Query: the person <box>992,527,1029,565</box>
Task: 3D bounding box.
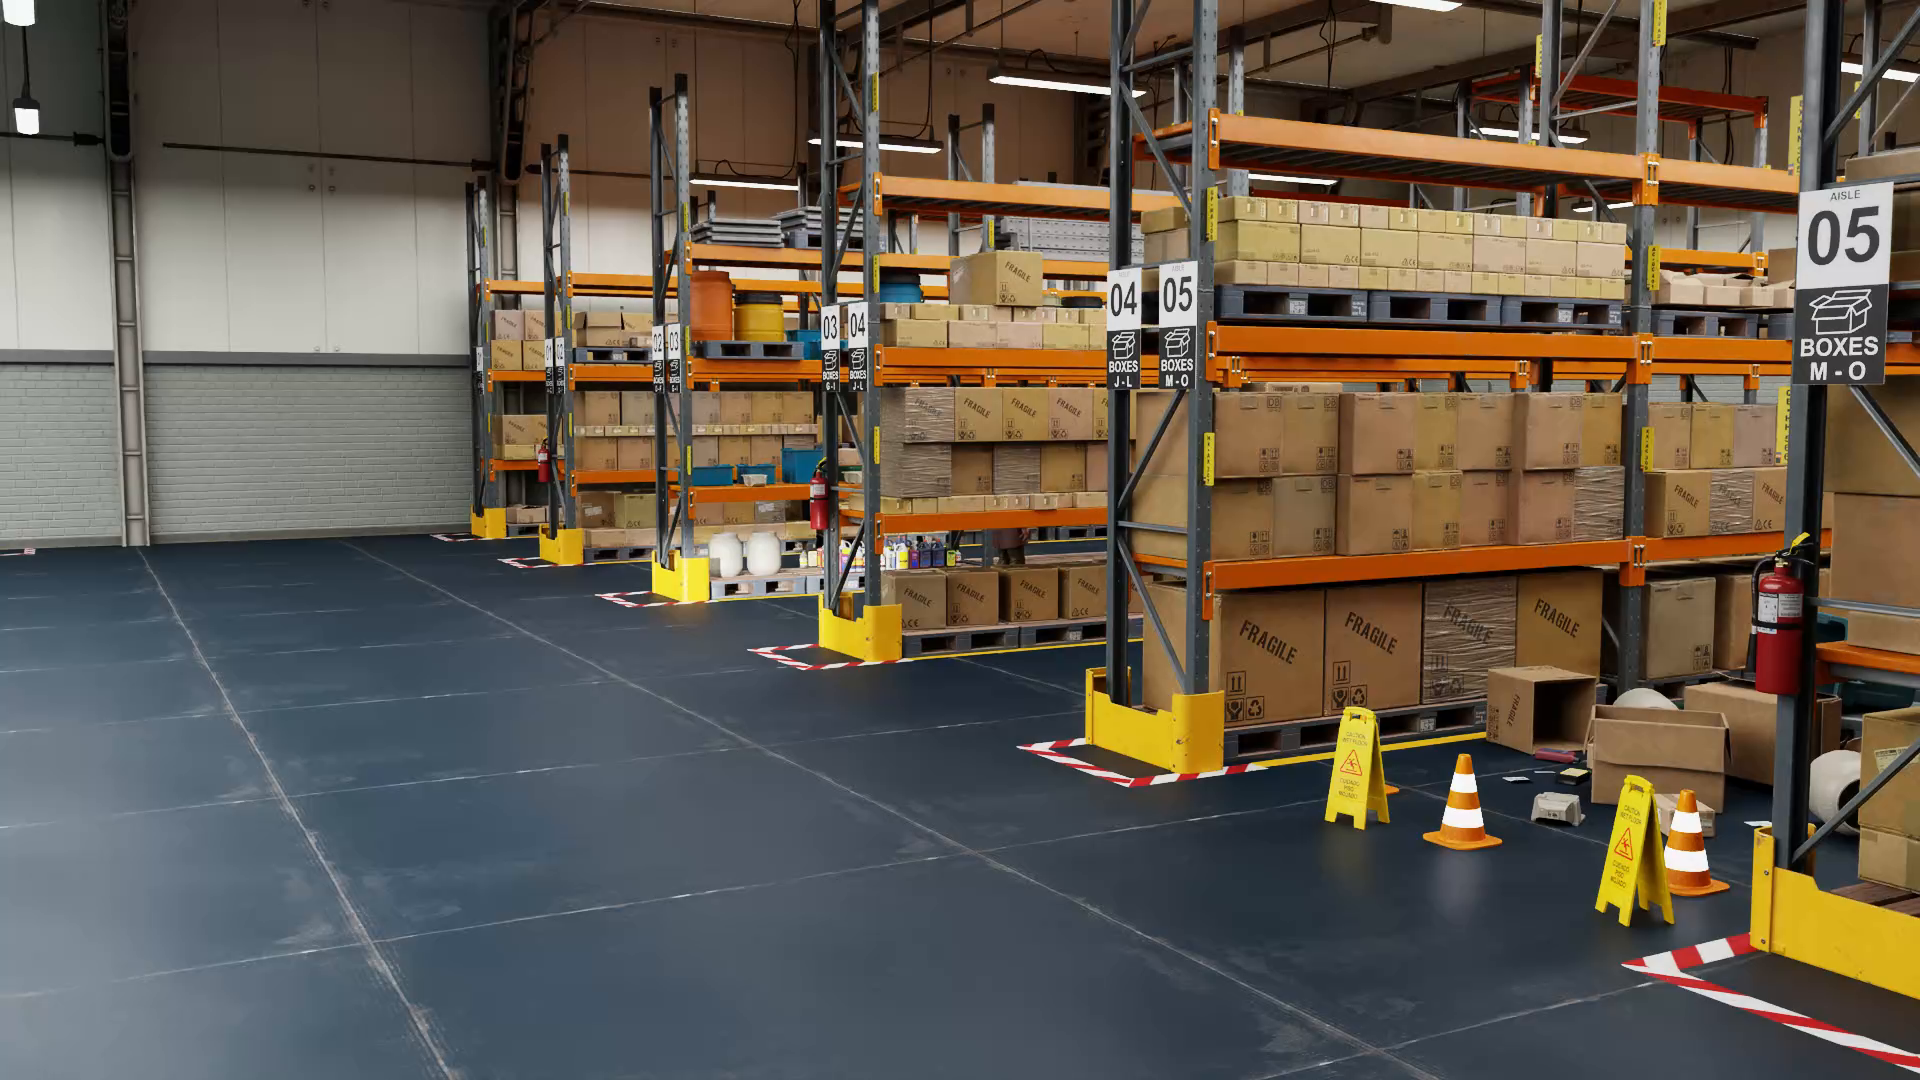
[{"bbox_3d":[0.567,-0.145,18.877,0.423,1.774,0.642,-3,6,-28],"label":"person"}]
